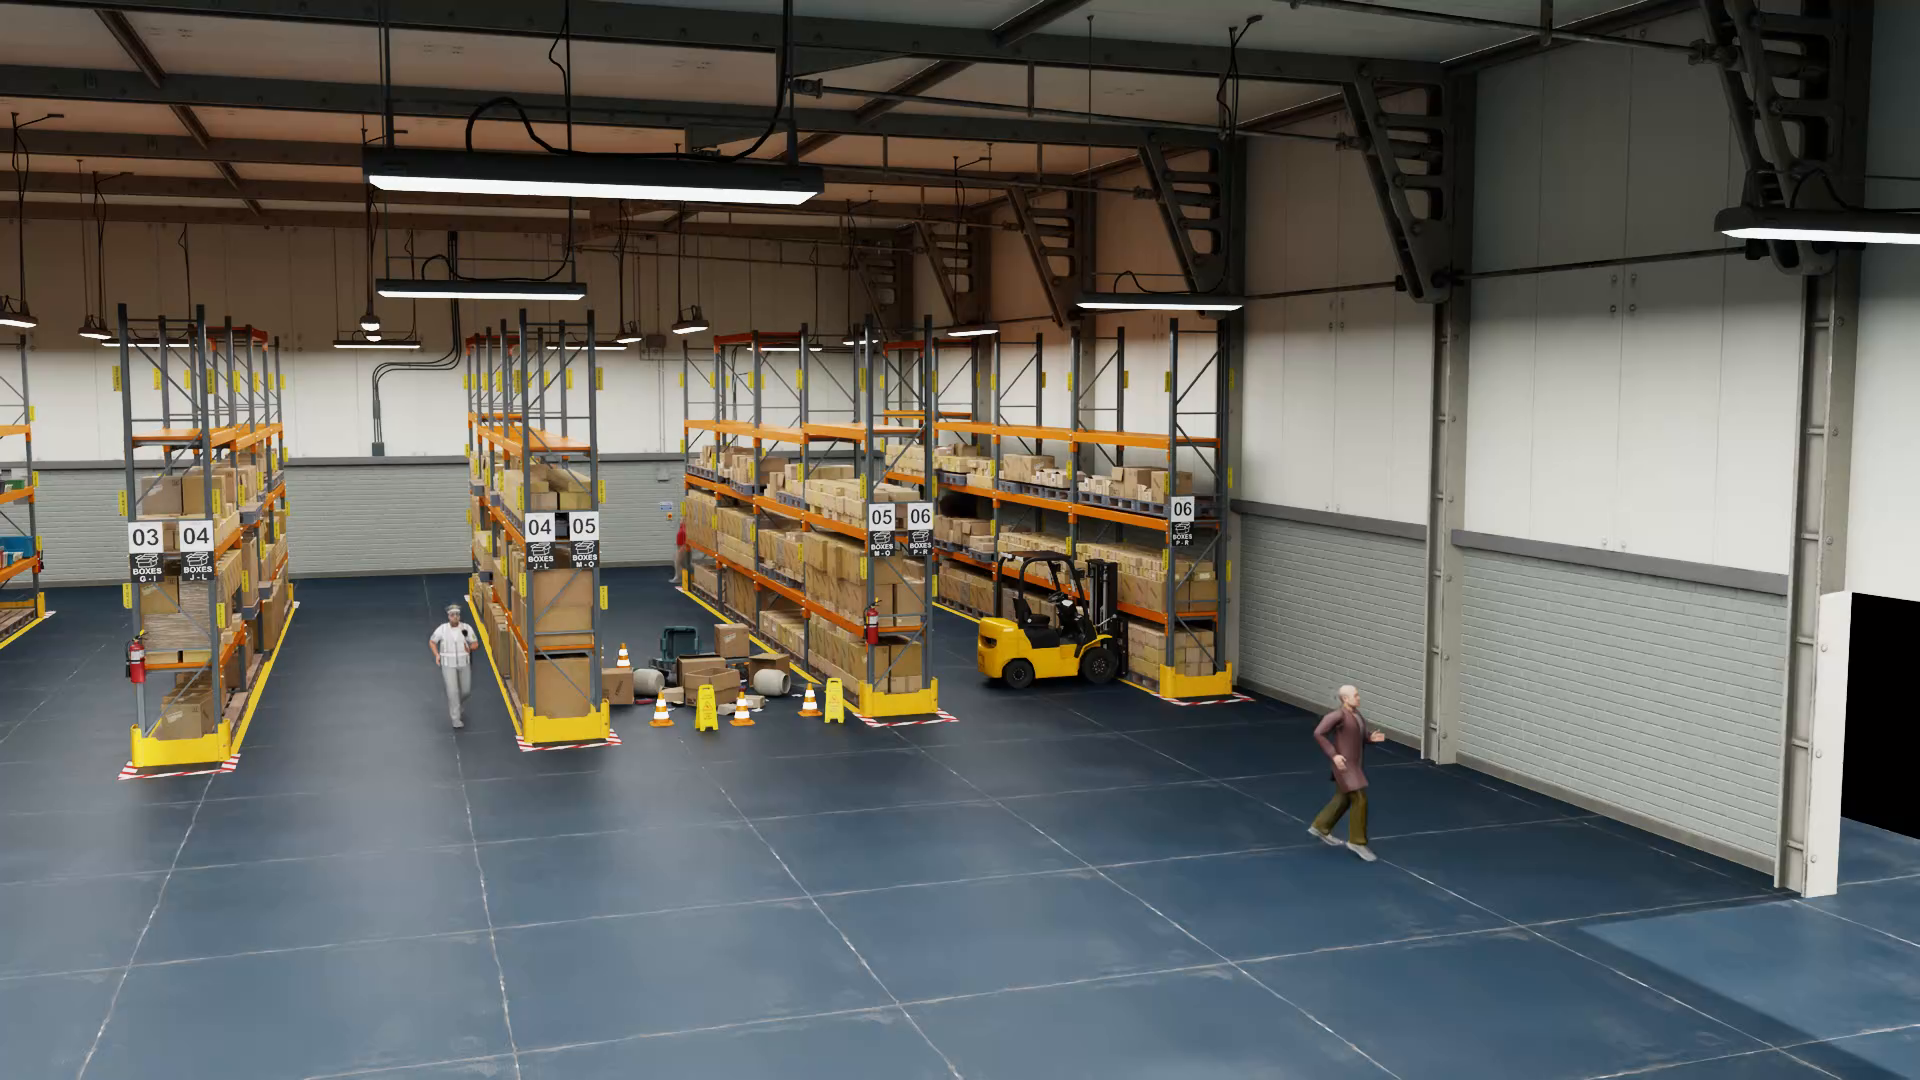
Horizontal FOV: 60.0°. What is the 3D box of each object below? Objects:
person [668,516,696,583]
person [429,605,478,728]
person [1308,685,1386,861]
[{"bbox_3d":[-6.834,0.235,41.247,0.894,1.689,0.732,0,5,0],"label":"person"},{"bbox_3d":[-7.382,1.815,24.335,0.674,1.747,0.901,-3,6,-27],"label":"person"},{"bbox_3d":[4.088,2.447,17.659,0.823,1.838,0.693,3,6,31],"label":"person"}]
